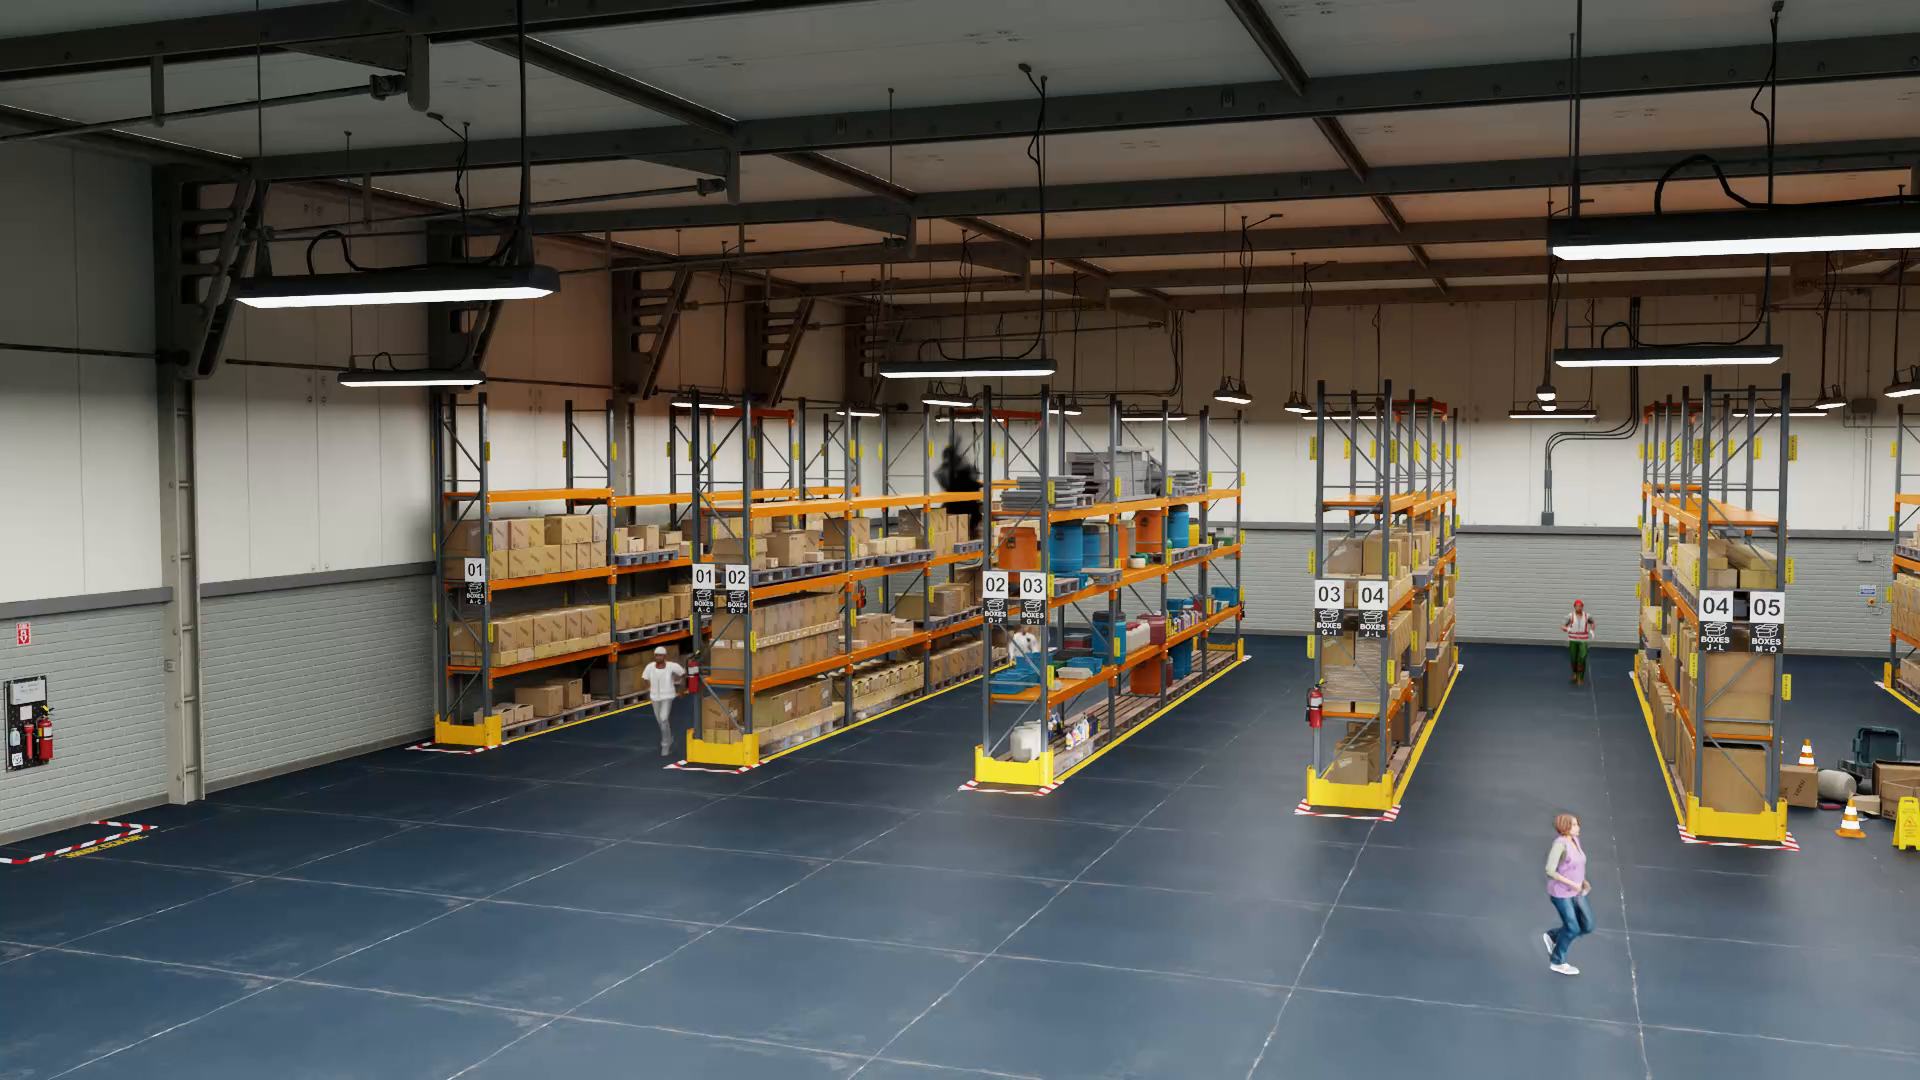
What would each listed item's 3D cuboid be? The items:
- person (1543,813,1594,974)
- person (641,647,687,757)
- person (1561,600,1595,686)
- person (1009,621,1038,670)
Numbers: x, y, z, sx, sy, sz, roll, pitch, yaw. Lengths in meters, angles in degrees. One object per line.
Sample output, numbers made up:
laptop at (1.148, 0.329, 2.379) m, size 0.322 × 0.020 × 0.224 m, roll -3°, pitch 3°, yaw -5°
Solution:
person at (5.798, 3.375, 15.883) m, size 0.512 × 1.554 × 0.530 m, roll -3°, pitch 4°, yaw -43°
person at (-4.949, 2.660, 27.664) m, size 0.707 × 1.801 × 0.810 m, roll 1°, pitch 3°, yaw 15°
person at (13.259, 2.180, 35.698) m, size 0.663 × 1.797 × 0.977 m, roll 1°, pitch 3°, yaw 22°
person at (1.252, 2.401, 33.045) m, size 0.583 × 1.647 × 0.700 m, roll 0°, pitch 3°, yaw 6°
